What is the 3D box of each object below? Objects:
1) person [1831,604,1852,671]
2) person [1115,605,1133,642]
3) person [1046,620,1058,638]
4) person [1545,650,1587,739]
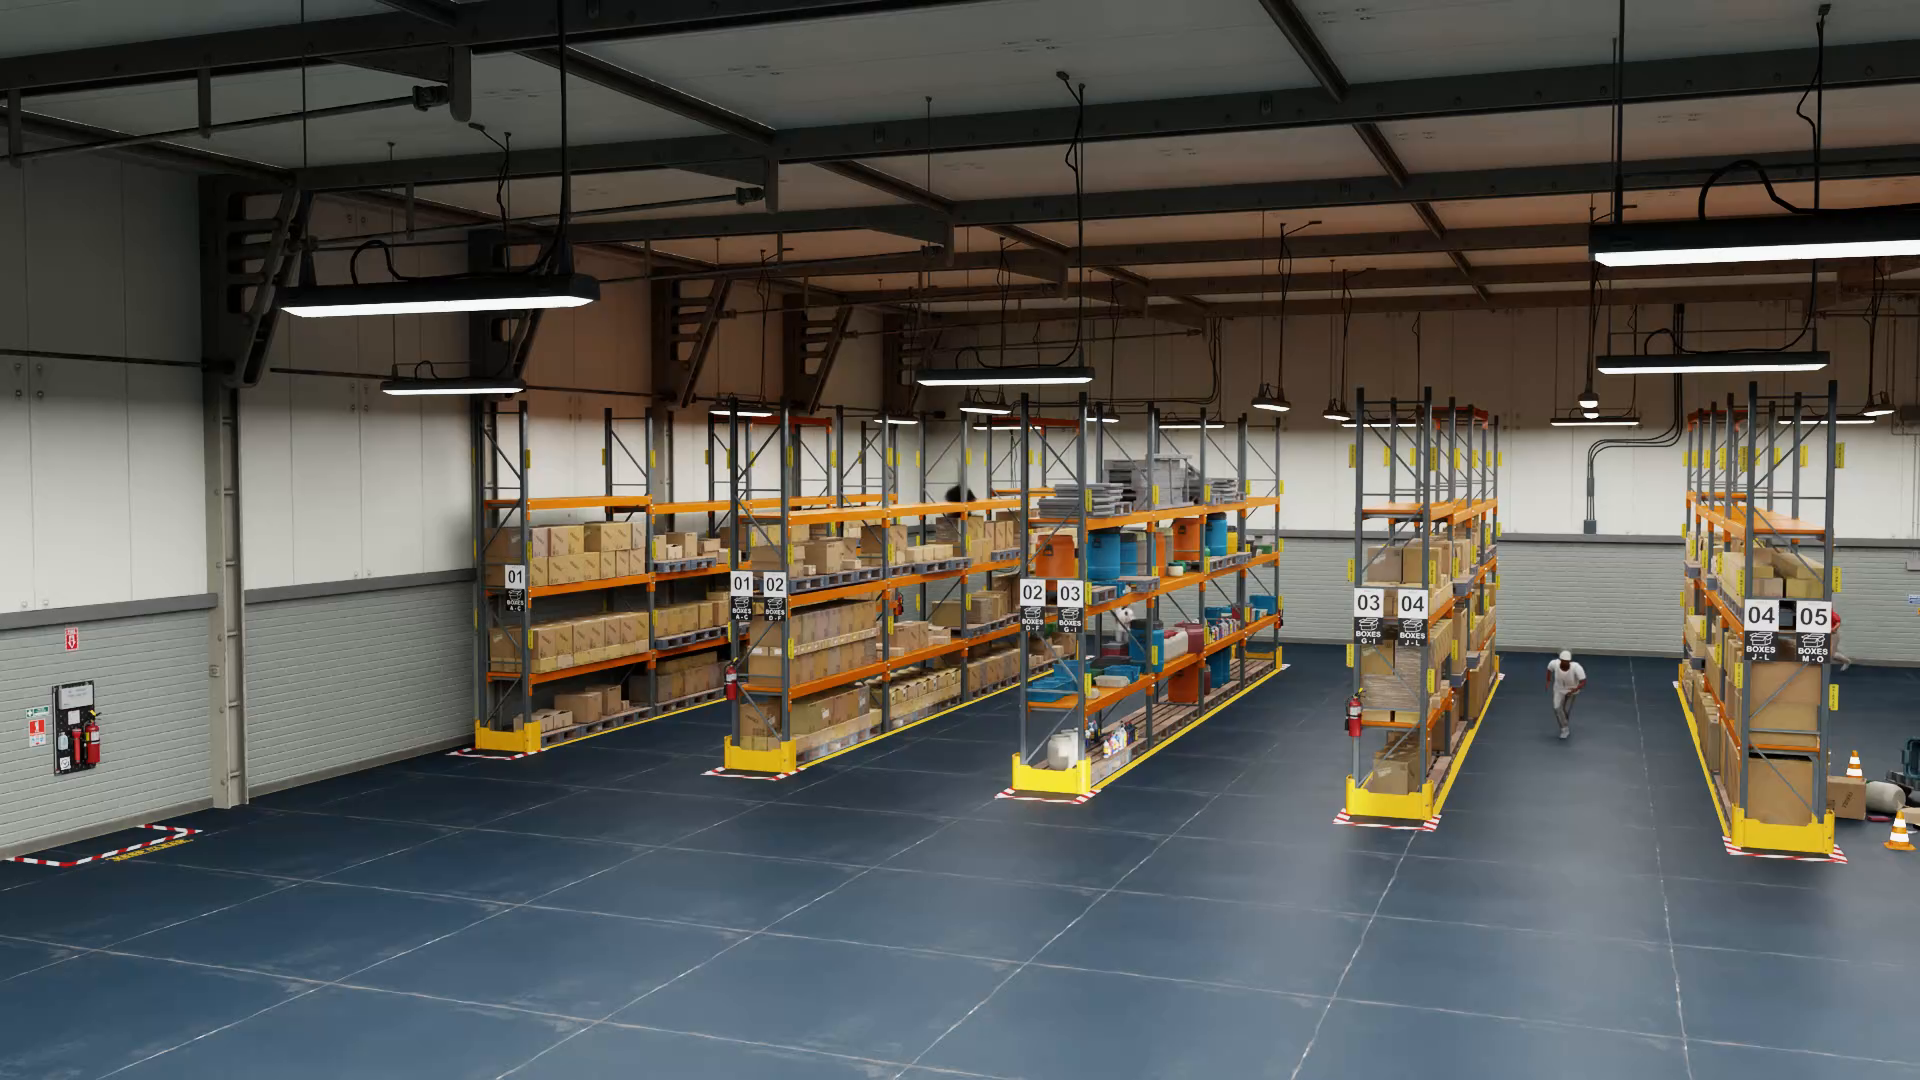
[{"bbox_3d":[20.207,2.292,38.441,0.785,1.753,0.663,0,3,3],"label":"person"},{"bbox_3d":[3.962,2.220,40.269,0.475,1.709,0.791,1,3,12],"label":"person"},{"bbox_3d":[2.349,2.031,43.026,0.831,1.829,0.648,1,3,16],"label":"person"},{"bbox_3d":[10.953,2.748,30.051,0.712,1.594,1.133,1,3,24],"label":"person"}]
